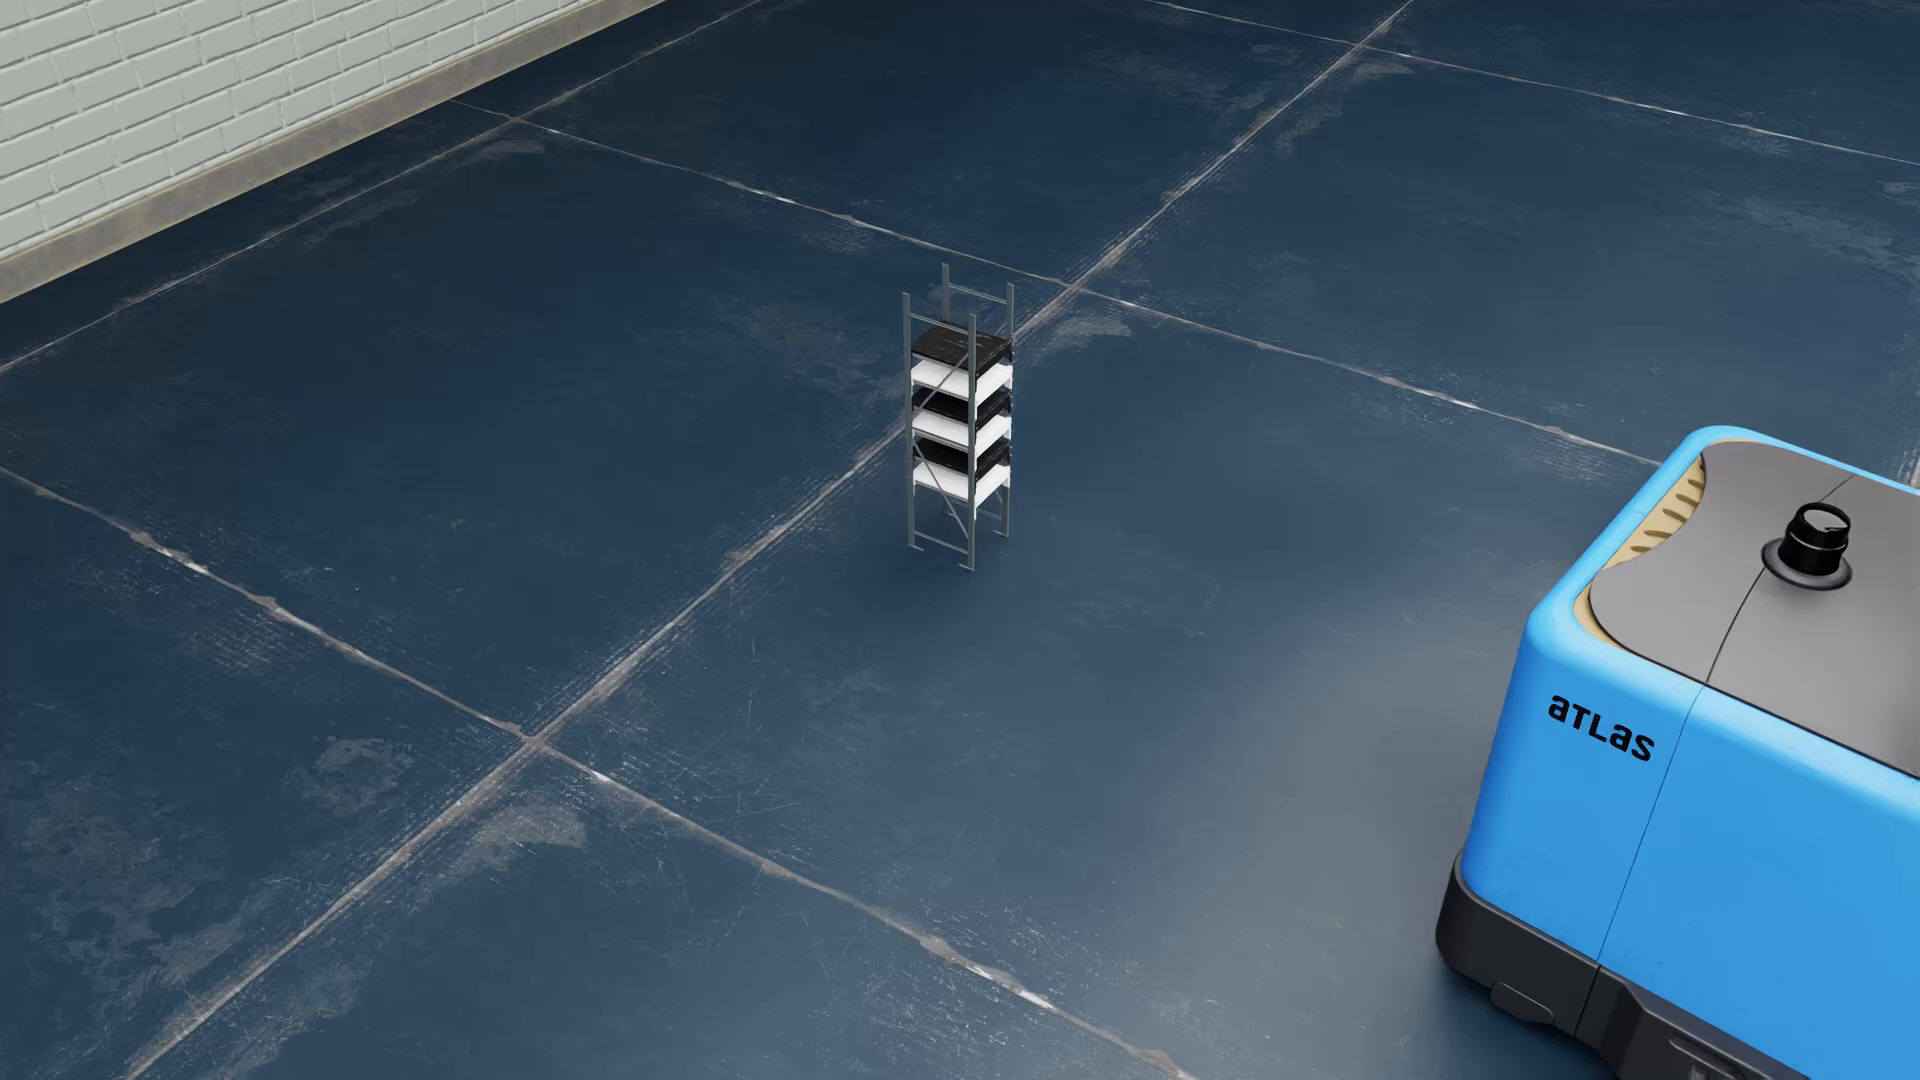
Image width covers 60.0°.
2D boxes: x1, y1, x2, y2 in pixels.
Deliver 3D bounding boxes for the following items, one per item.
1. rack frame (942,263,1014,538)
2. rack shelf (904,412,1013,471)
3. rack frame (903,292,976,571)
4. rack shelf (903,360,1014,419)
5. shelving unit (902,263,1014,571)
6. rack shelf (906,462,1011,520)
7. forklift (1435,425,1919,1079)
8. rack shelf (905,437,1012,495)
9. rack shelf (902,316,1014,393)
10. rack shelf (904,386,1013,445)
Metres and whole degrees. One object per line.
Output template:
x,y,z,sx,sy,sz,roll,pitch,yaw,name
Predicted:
0.050,-0.405,5.038,0.240,0.900,0.006,21,42,25,rack frame
-0.004,-0.326,4.990,0.258,0.077,0.200,21,42,25,rack shelf
-0.059,-0.300,4.902,0.240,0.900,0.006,21,42,25,rack frame
-0.004,-0.468,4.880,0.258,0.077,0.200,21,42,25,rack shelf
-0.004,-0.352,4.970,0.258,0.900,0.210,21,42,25,shelving unit
-0.004,-0.183,5.100,0.258,0.077,0.200,21,42,25,rack shelf
2.570,0.204,2.585,3.031,2.935,1.130,27,45,31,forklift
-0.004,-0.255,5.045,0.258,0.077,0.200,21,42,25,rack shelf
-0.004,-0.540,4.825,0.258,0.077,0.200,21,42,25,rack shelf
-0.004,-0.397,4.935,0.258,0.077,0.200,21,42,25,rack shelf
